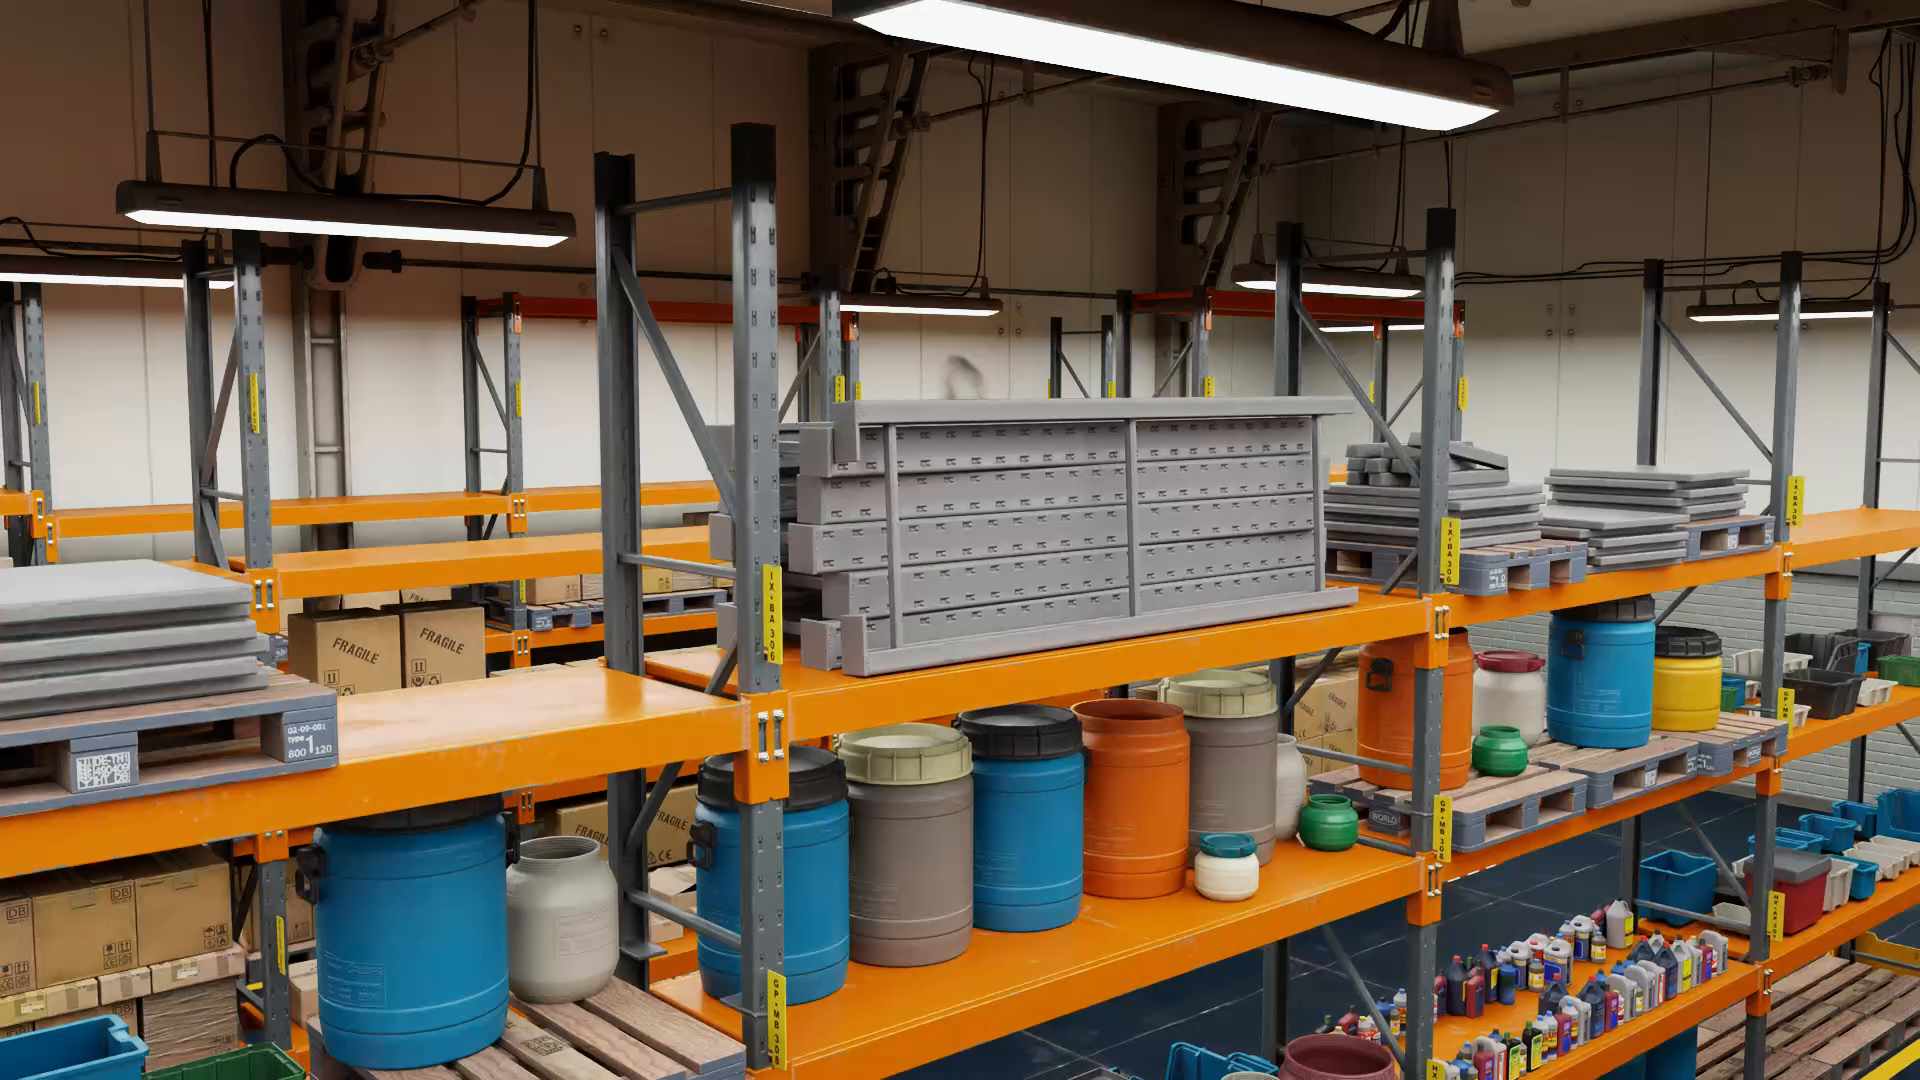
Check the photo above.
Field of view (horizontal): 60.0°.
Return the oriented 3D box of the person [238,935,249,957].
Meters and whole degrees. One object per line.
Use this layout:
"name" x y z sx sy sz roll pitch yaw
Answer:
"person" -5.439 3.226 11.870 0.566 1.633 0.555 5 7 43
